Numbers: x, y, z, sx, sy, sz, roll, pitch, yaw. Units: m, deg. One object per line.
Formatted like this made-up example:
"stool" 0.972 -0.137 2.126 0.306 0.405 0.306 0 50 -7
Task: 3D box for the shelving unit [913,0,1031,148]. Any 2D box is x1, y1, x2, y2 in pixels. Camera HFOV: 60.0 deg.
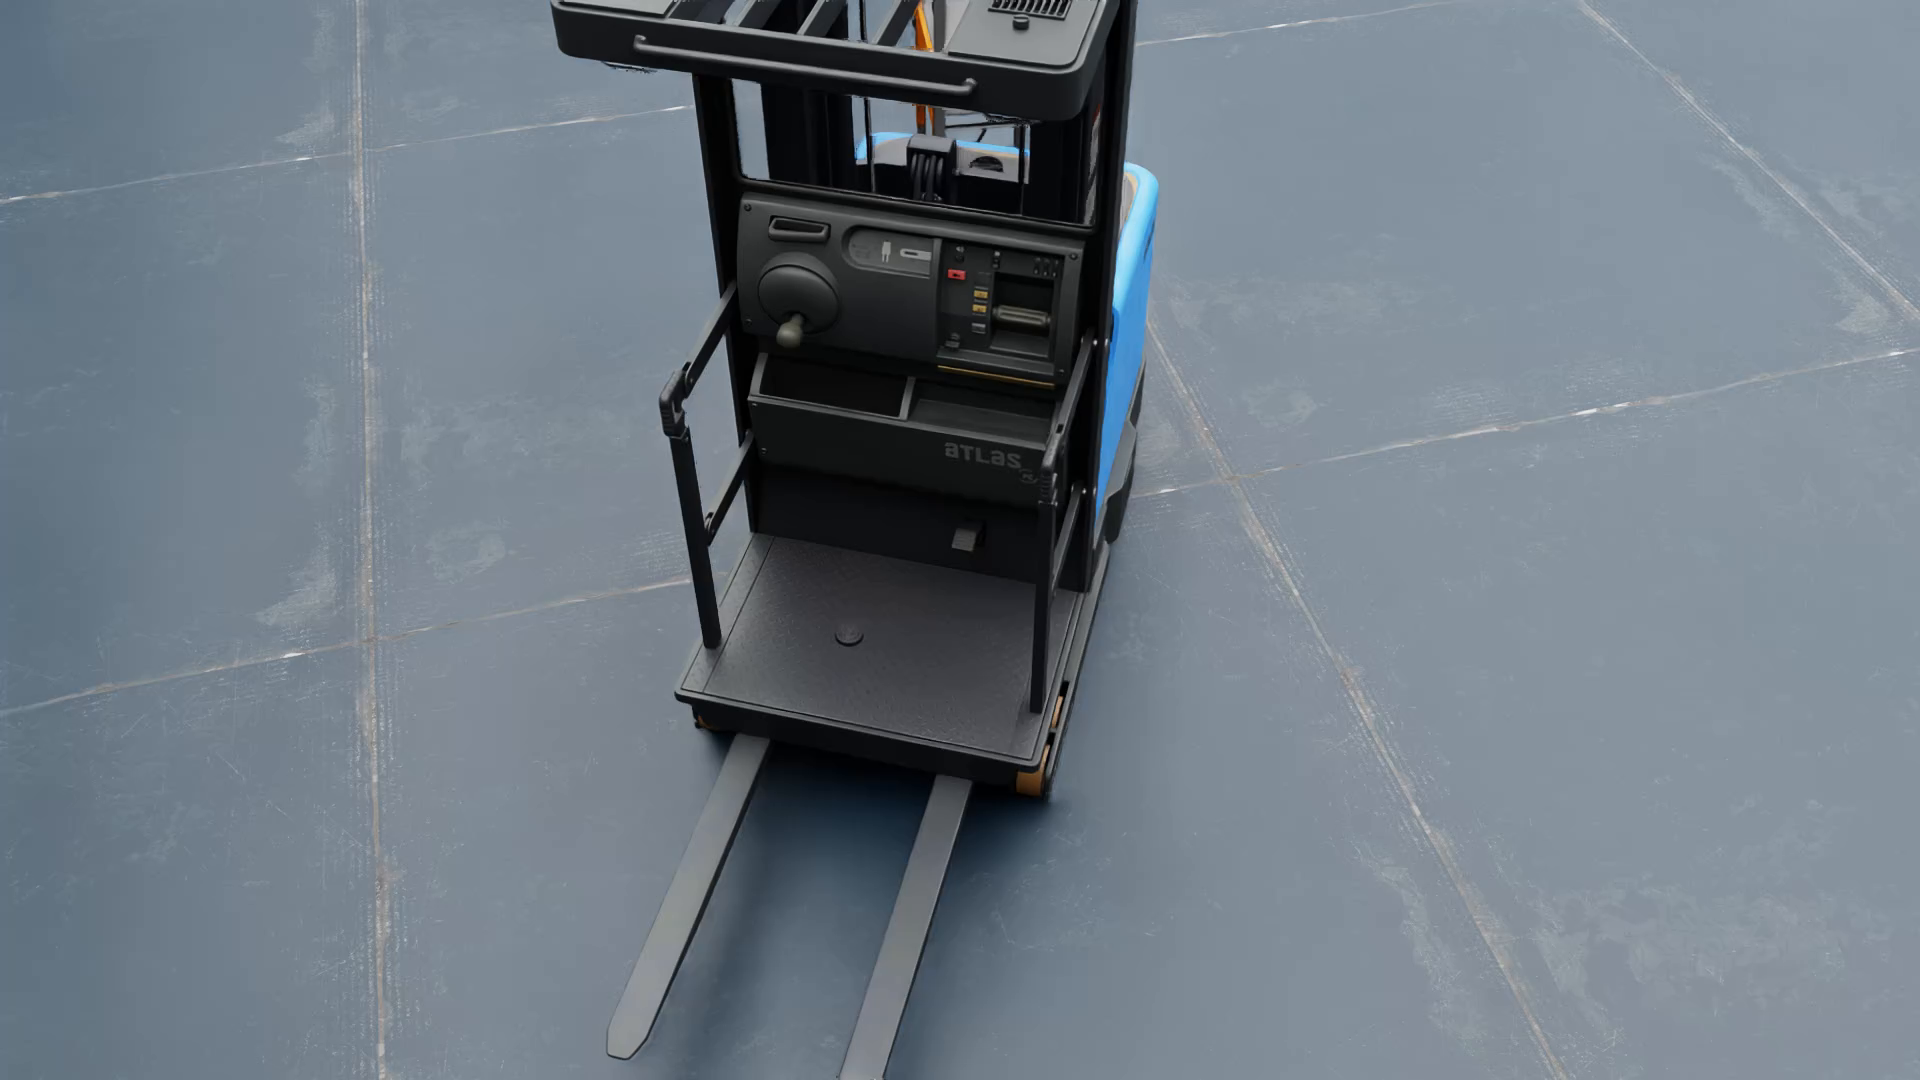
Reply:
"shelving unit" 0.078 -1.586 5.832 0.431 2.100 0.503 -6 46 -6

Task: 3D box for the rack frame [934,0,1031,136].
"rack frame" 0.112 -1.413 5.663 0.400 2.100 0.015 -6 46 -6

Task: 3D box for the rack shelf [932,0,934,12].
"rack shelf" 0.083 -2.067 5.342 0.431 0.518 0.480 -6 46 -6

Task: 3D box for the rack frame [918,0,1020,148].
"rack frame" 0.044 -1.759 6.001 0.400 2.100 0.015 -6 46 -6

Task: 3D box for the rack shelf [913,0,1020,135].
"rack shelf" 0.078 -1.576 5.842 0.431 0.518 0.480 -6 46 -6

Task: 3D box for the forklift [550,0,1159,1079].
"forklift" -0.192 -0.567 4.254 1.130 2.935 3.031 10 46 10
